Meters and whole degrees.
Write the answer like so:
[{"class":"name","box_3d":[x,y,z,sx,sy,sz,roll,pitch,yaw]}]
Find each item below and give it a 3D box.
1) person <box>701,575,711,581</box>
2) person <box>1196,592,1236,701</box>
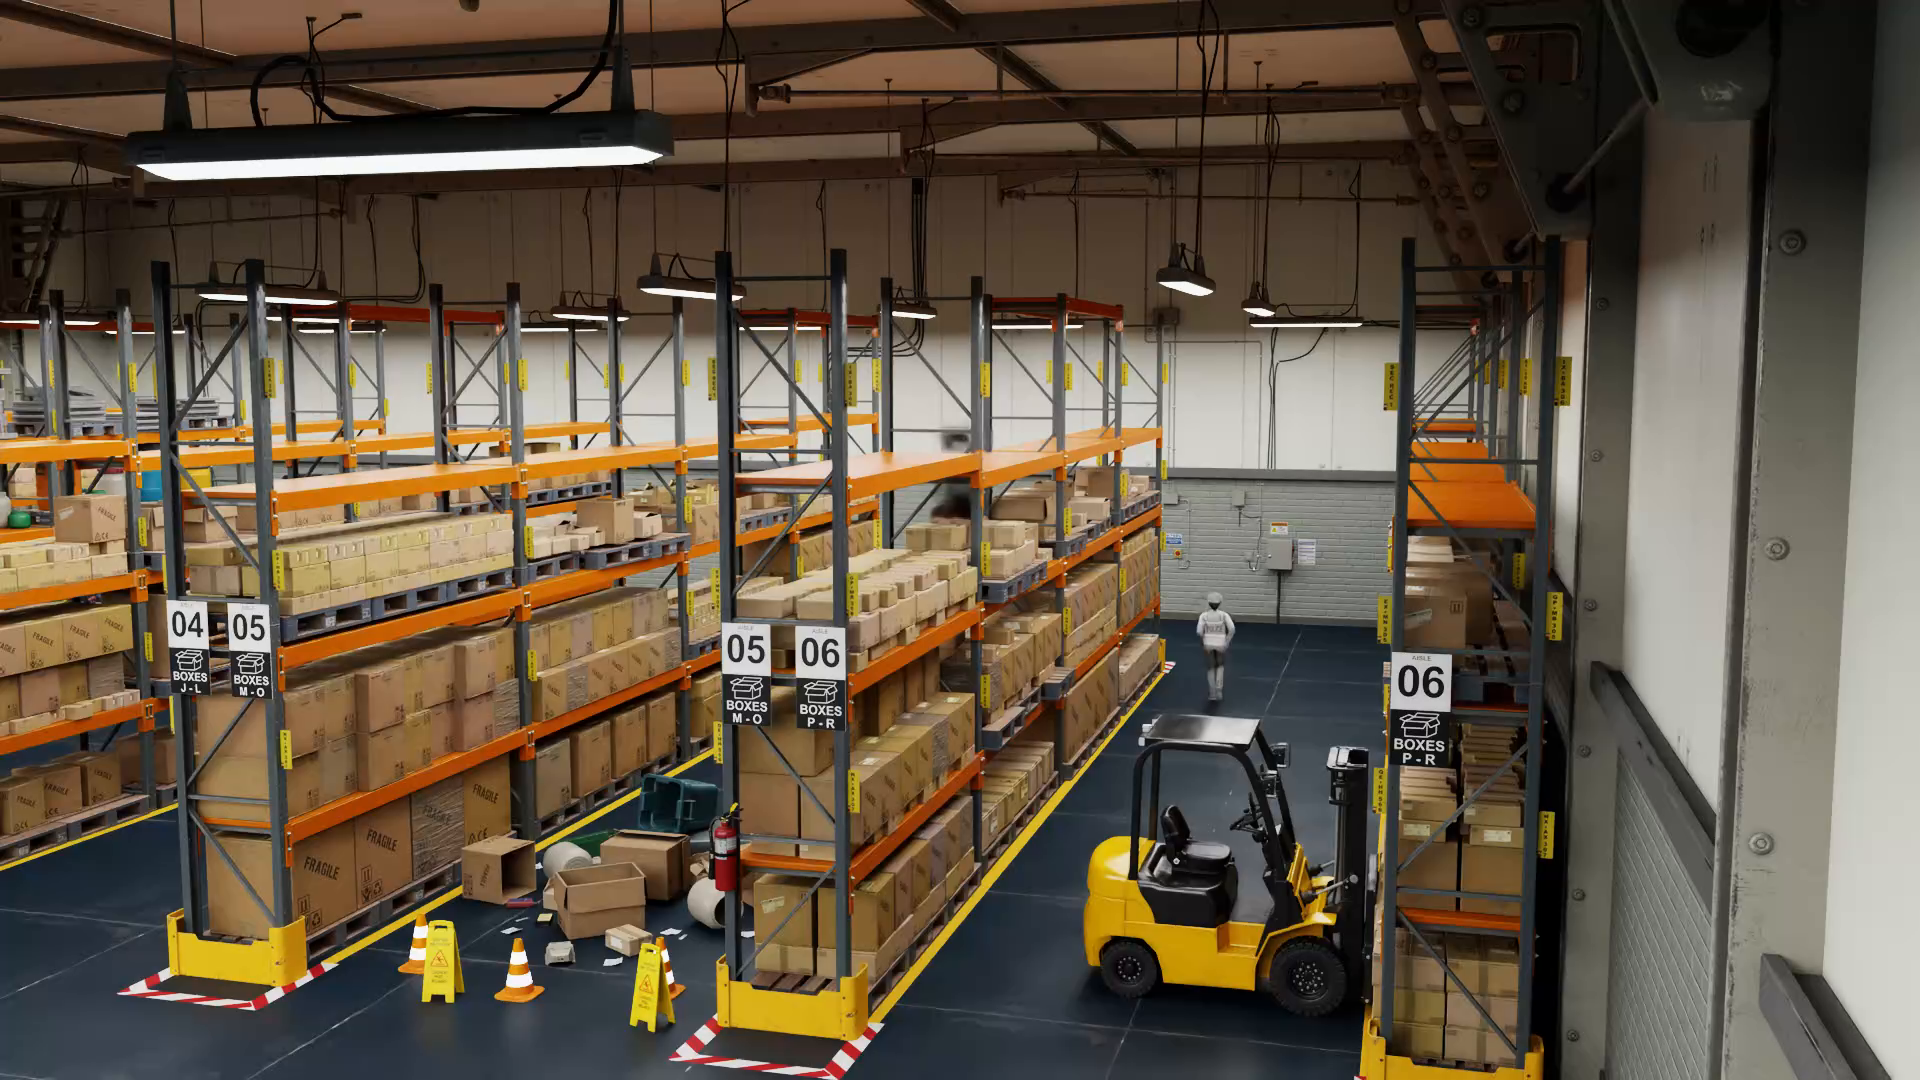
[{"class":"person","box_3d":[-4.153,1.413,27.823,0.598,1.692,0.631,2,6,19]},{"class":"person","box_3d":[3.934,1.632,25.598,0.596,1.676,0.493,1,6,8]}]
